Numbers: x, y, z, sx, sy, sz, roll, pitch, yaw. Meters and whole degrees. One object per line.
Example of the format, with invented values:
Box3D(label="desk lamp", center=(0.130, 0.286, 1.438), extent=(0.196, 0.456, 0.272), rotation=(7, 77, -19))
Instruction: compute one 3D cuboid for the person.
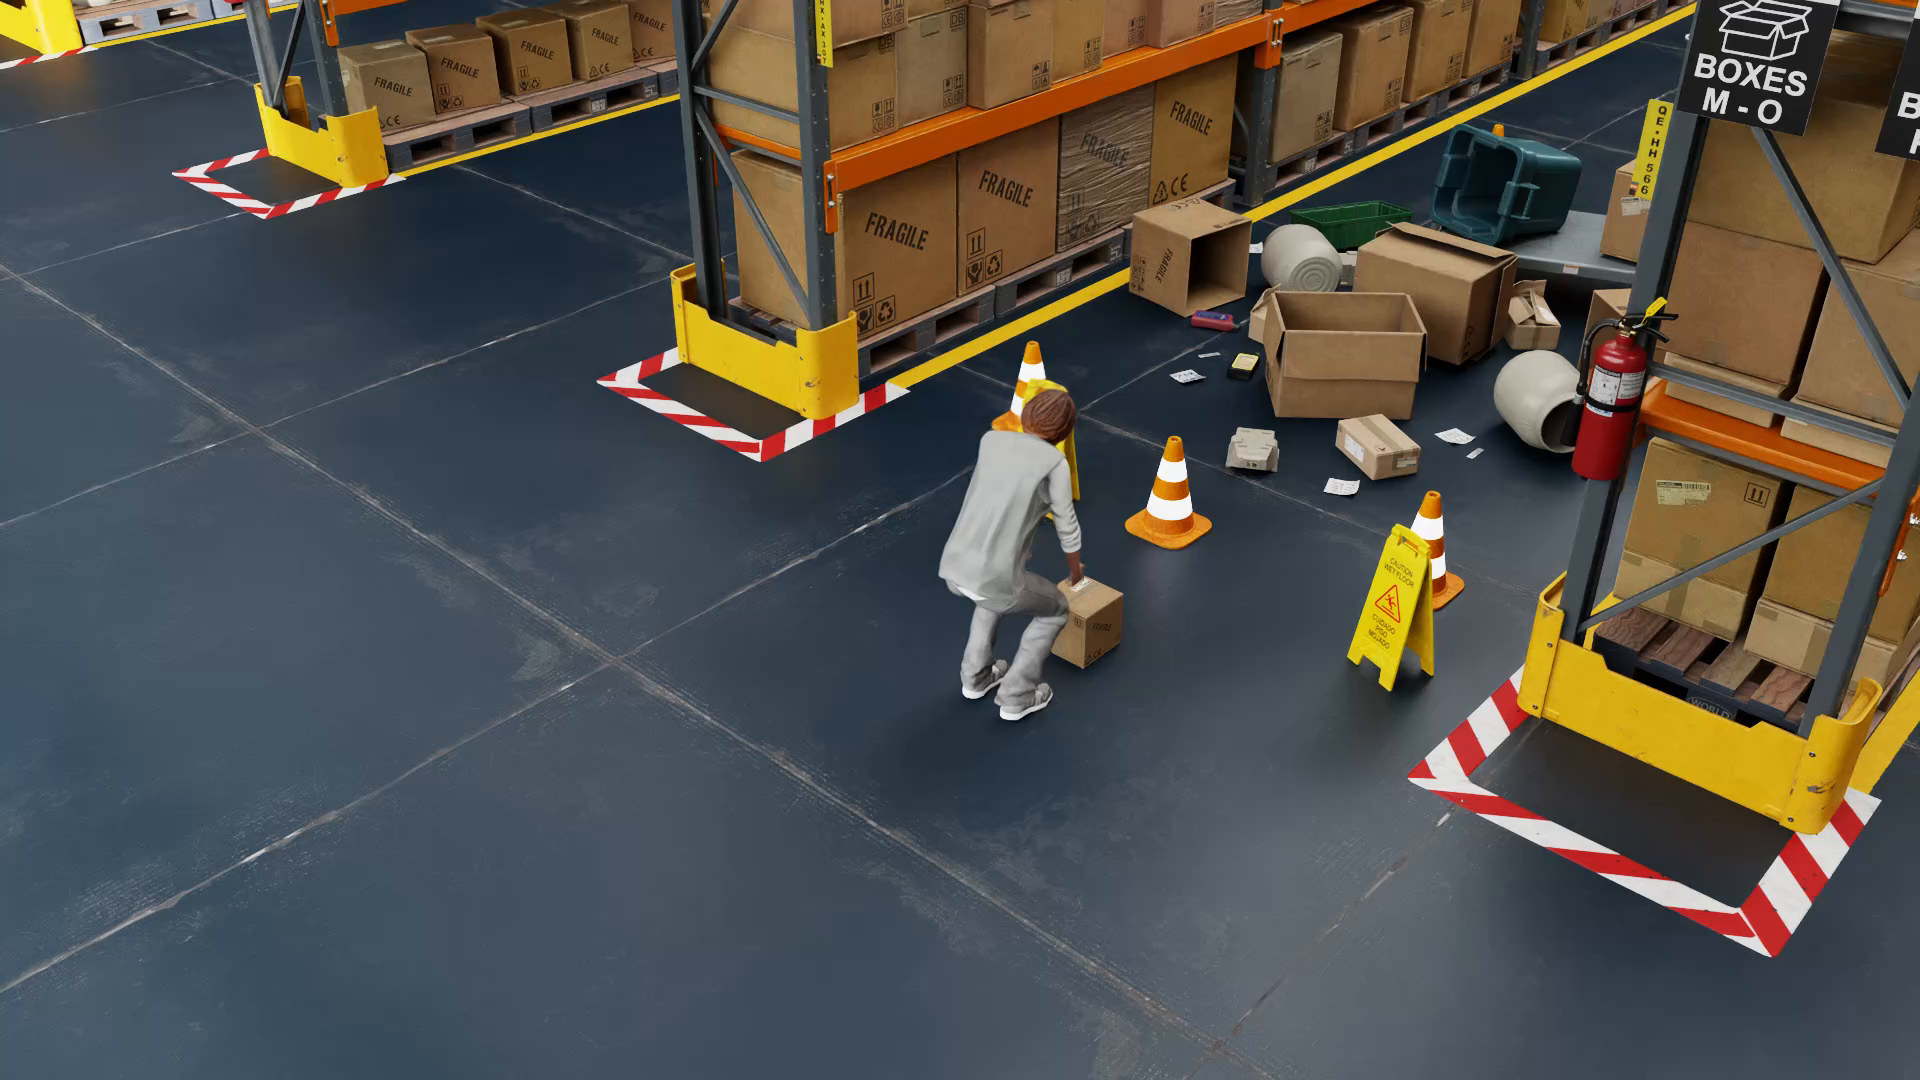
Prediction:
Box3D(label="person", center=(0.190, 0.073, 6.383), extent=(0.463, 1.227, 0.688), rotation=(26, 40, 35))
